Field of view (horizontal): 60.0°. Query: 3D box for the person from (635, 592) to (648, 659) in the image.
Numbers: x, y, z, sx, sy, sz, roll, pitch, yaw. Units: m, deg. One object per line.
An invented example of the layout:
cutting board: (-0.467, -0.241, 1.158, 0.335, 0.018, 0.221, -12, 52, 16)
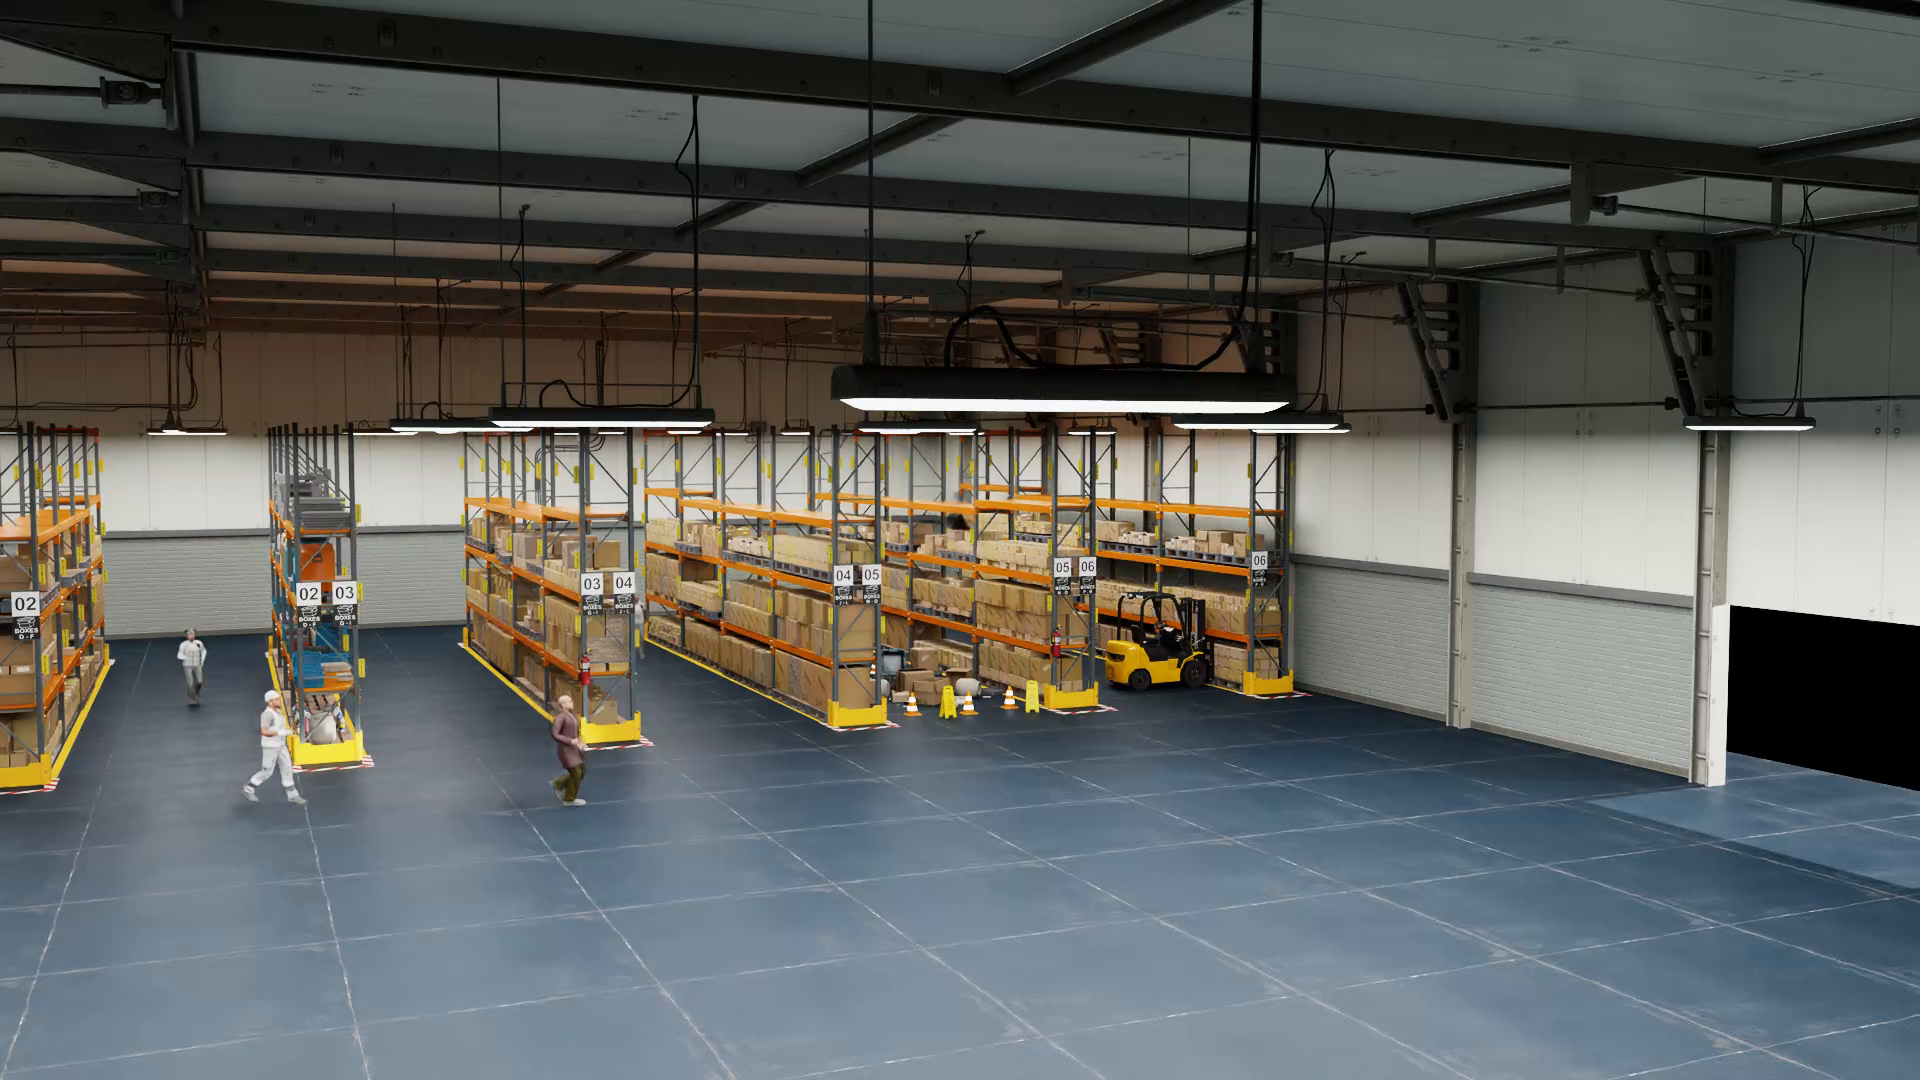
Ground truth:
person: (-8.438, 2.218, 43.505, 0.583, 1.706, 0.918, -1, 4, -20)

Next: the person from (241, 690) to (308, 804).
person: (-10.661, 3.223, 25.790, 0.993, 1.791, 0.656, 0, 3, 3)

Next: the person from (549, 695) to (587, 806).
person: (-6.118, 3.275, 25.845, 0.637, 1.732, 0.731, 0, 4, 6)

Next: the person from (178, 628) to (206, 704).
person: (-16.412, 2.707, 35.606, 0.591, 1.651, 0.598, -2, 4, -33)

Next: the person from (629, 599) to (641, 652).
person: (-8.852, 2.149, 44.472, 0.662, 1.791, 1.057, -2, 4, -28)
